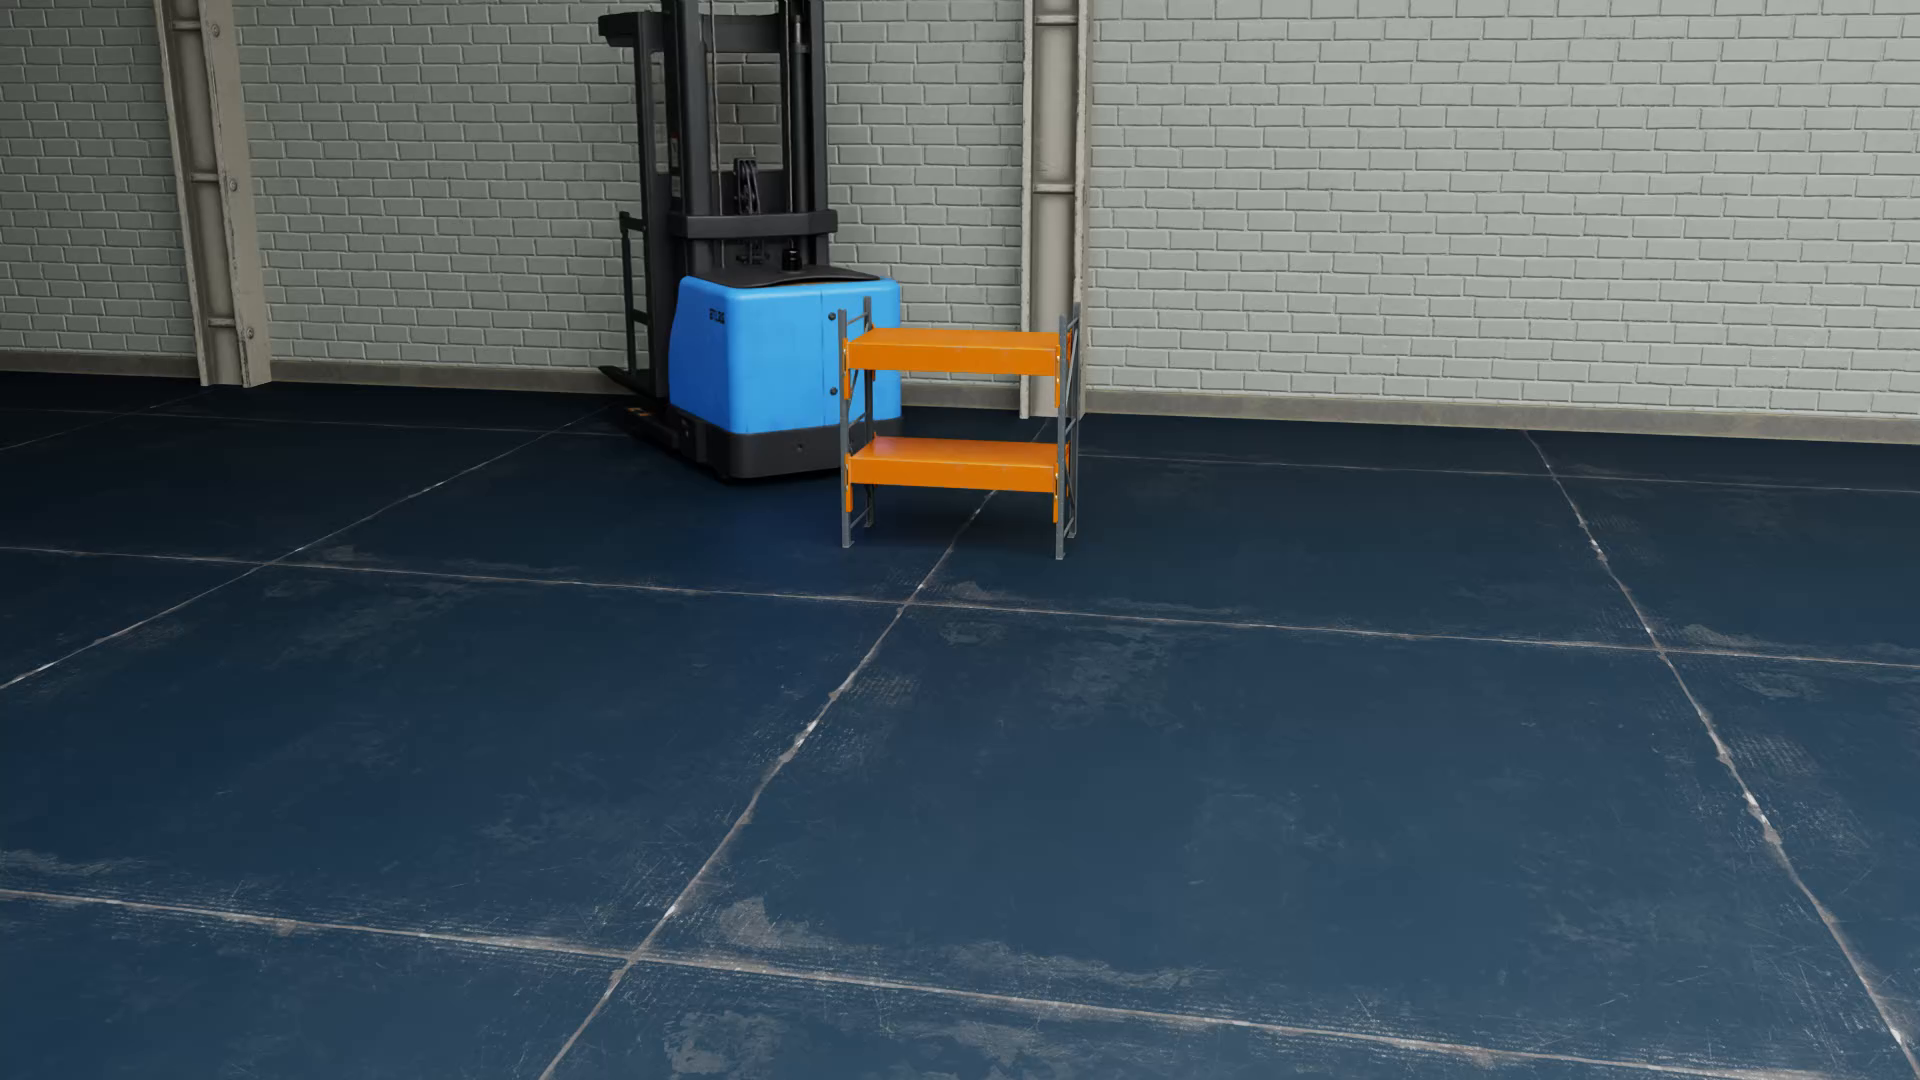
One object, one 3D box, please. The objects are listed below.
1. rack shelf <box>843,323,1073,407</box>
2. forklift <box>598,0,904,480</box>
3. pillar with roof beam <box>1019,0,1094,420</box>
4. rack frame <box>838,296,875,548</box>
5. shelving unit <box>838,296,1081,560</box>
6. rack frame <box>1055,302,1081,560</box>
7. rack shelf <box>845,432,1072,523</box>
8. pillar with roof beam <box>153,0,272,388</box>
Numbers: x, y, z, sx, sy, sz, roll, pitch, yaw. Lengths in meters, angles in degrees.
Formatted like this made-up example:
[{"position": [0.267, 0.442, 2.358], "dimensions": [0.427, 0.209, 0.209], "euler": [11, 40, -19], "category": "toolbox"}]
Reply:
[{"position": [0.007, -0.824, 7.762], "dimensions": [1.000, 0.278, 0.538], "euler": [3, 16, 11], "category": "rack shelf"}, {"position": [-1.467, -2.085, 10.027], "dimensions": [1.130, 2.935, 3.031], "euler": [-8, 18, -28], "category": "forklift"}, {"position": [-0.247, -4.037, 5.708], "dimensions": [0.400, 9.000, 9.100], "euler": [3, 16, 11], "category": "pillar with roof beam"}, {"position": [-0.492, -0.569, 7.938], "dimensions": [0.032, 1.125, 0.500], "euler": [3, 16, 11], "category": "rack frame"}, {"position": [0.007, -0.542, 7.841], "dimensions": [1.048, 1.125, 0.538], "euler": [3, 16, 11], "category": "shelving unit"}, {"position": [0.505, -0.515, 7.743], "dimensions": [0.032, 1.125, 0.500], "euler": [3, 16, 11], "category": "rack frame"}, {"position": [0.007, -0.306, 7.906], "dimensions": [1.000, 0.278, 0.538], "euler": [3, 16, 11], "category": "rack shelf"}, {"position": [-6.126, -4.356, 6.860], "dimensions": [0.400, 9.000, 9.100], "euler": [3, 16, 11], "category": "pillar with roof beam"}]
